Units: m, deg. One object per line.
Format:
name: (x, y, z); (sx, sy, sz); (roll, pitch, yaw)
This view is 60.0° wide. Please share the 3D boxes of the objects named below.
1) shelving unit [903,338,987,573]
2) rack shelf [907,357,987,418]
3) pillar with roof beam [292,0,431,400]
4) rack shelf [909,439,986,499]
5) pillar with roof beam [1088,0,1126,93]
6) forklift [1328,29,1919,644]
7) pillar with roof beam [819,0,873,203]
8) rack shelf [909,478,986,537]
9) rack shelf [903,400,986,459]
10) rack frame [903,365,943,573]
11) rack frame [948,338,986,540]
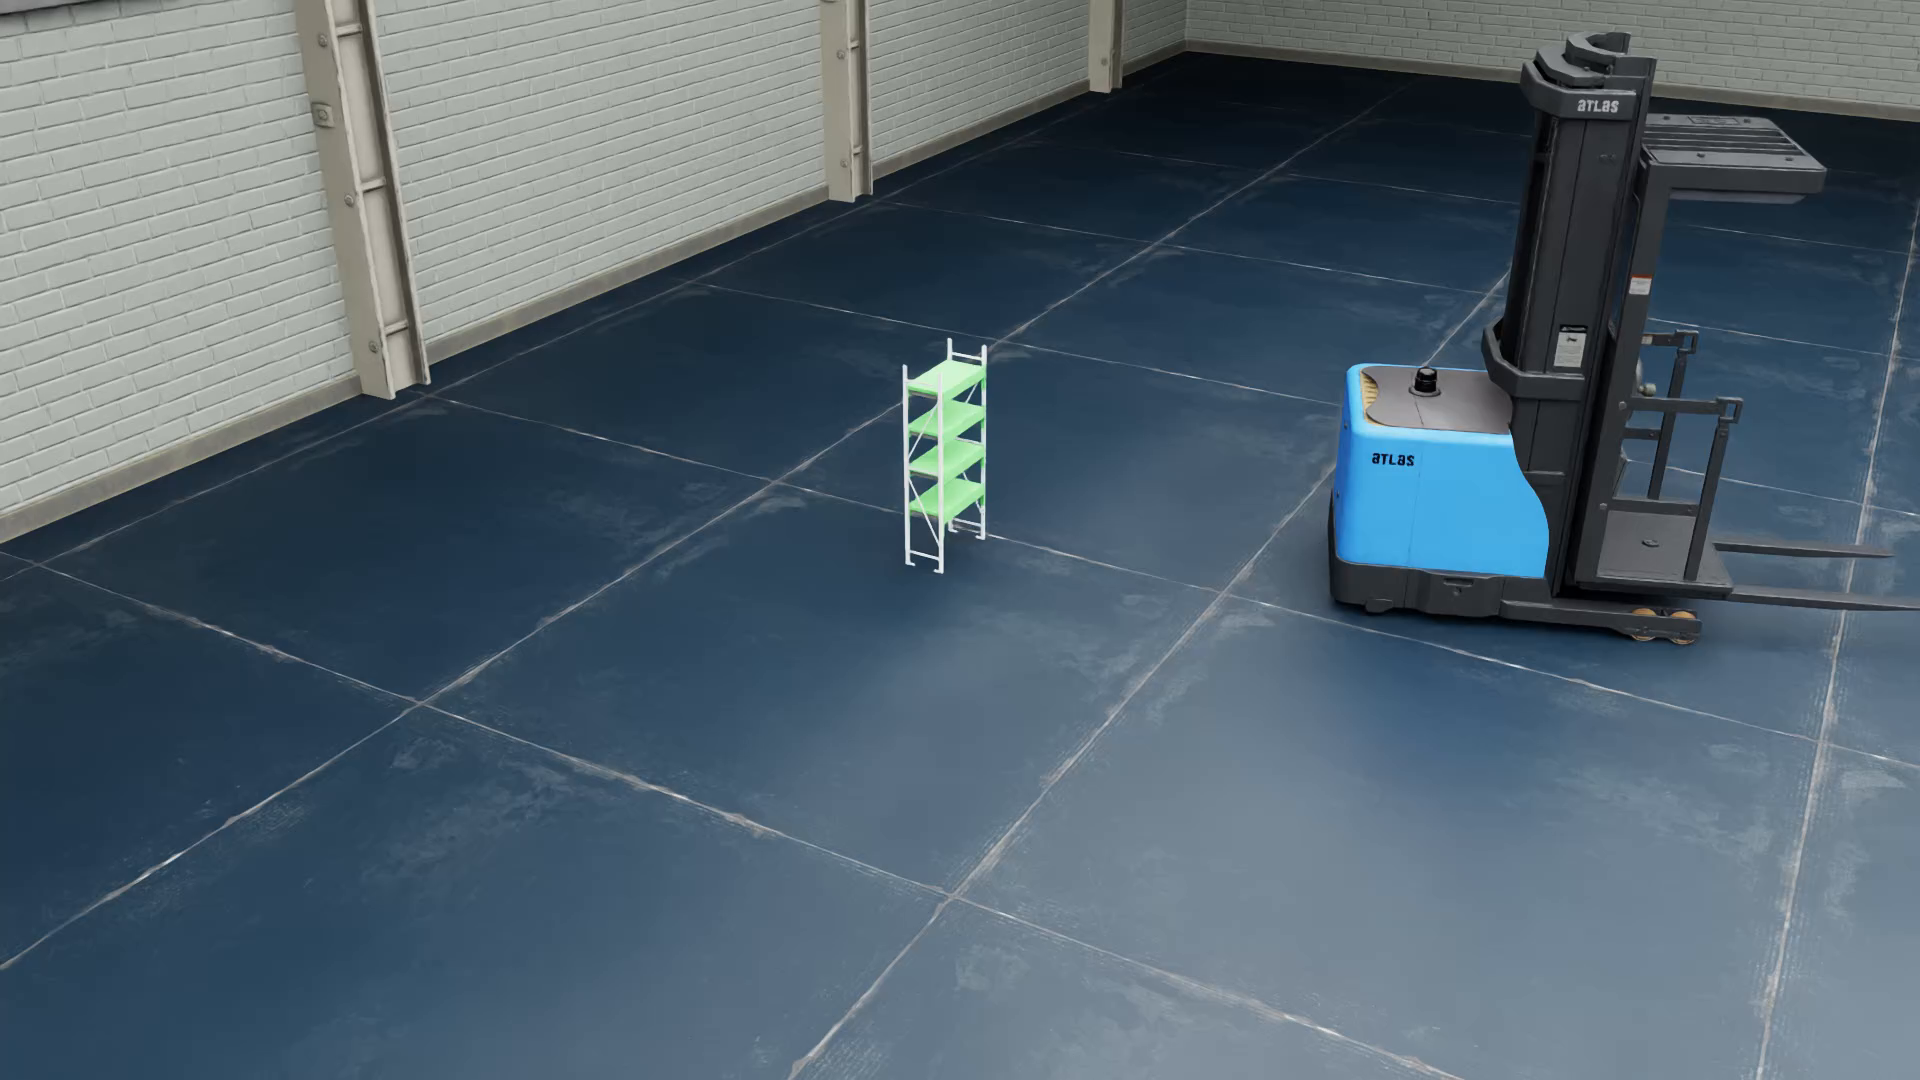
shelving unit: (-0.081, -0.472, 9.353); (0.258, 1.200, 0.503); (14, 30, 26)
rack shelf: (-0.081, -0.844, 9.166); (0.258, 0.148, 0.480); (14, 30, 26)
pillar with roof beam: (-0.304, -4.173, 8.034); (9.100, 9.000, 0.400); (14, 30, 26)
rack shelf: (-0.081, -0.415, 9.381); (0.258, 0.148, 0.480); (14, 30, 26)
pillar with roof beam: (5.599, -8.850, 17.376); (9.100, 9.000, 0.400); (14, 30, 26)
forklift: (3.574, -1.025, 8.524); (3.031, 2.935, 1.130); (5, 27, 9)
pillar with roof beam: (2.648, -6.512, 12.705); (9.100, 9.000, 0.400); (14, 30, 26)
rack shelf: (-0.081, -0.200, 9.489); (0.258, 0.148, 0.480); (14, 30, 26)
rack shelf: (-0.081, -0.629, 9.274); (0.258, 0.148, 0.480); (14, 30, 26)
rack frame: (-0.201, -0.377, 9.163); (0.240, 1.200, 0.015); (14, 30, 26)
rack frame: (0.039, -0.567, 9.542); (0.240, 1.200, 0.015); (14, 30, 26)
